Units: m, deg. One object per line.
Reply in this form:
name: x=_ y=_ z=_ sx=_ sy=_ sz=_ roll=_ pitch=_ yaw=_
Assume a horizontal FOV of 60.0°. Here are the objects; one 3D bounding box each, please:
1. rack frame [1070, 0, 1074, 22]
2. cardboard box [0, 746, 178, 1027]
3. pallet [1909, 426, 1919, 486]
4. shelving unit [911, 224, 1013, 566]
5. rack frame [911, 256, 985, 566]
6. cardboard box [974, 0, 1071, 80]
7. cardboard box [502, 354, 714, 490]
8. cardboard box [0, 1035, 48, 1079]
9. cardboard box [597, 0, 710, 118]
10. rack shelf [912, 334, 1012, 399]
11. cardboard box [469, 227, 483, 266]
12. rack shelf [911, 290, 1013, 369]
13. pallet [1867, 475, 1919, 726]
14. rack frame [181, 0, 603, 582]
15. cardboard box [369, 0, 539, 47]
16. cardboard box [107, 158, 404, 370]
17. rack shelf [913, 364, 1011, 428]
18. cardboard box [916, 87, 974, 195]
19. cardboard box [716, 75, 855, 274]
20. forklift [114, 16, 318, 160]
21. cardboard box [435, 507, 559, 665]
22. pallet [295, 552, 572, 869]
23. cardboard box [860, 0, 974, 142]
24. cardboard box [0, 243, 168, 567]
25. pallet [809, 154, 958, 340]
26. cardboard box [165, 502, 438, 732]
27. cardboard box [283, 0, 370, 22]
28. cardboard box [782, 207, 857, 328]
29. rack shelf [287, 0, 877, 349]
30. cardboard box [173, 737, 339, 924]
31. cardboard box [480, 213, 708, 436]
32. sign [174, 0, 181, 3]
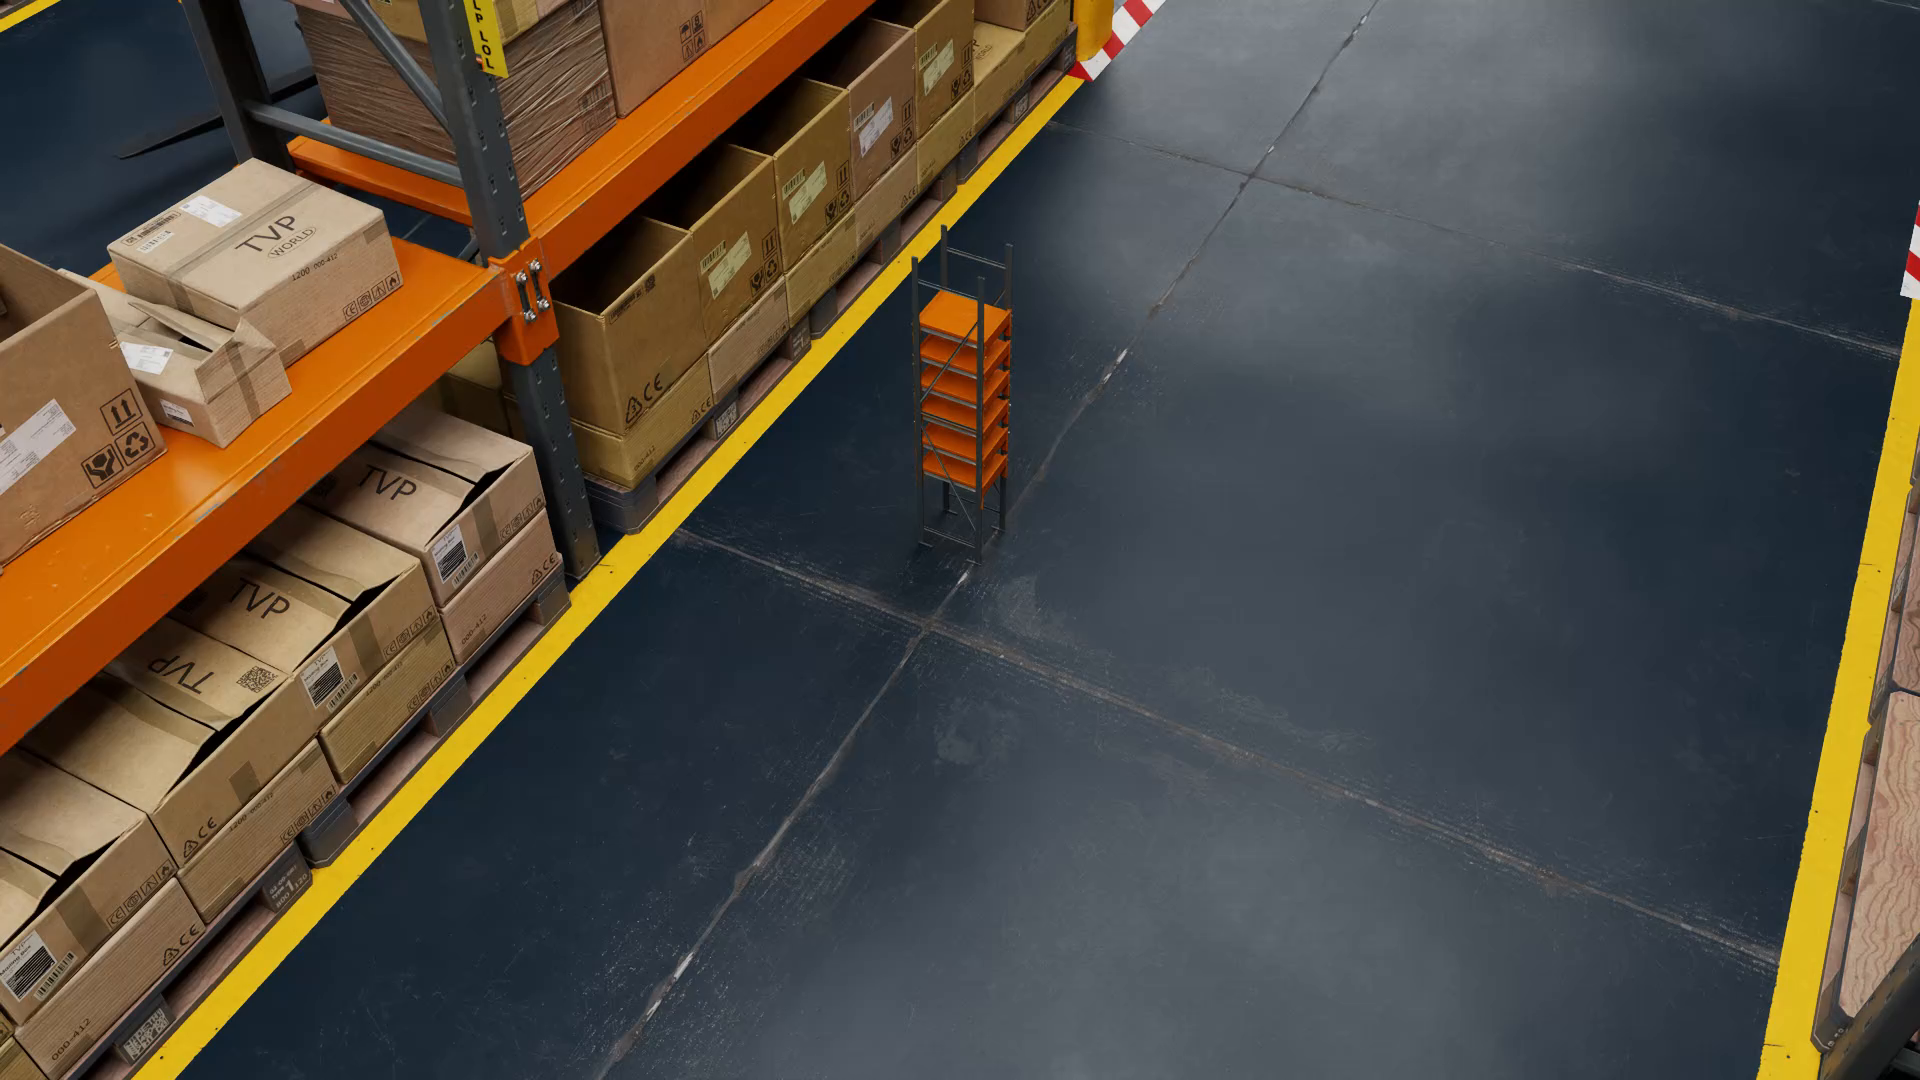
rack frame: x=0.163 y=-3.635 z=7.234 sx=1.000 sy=3.000 sz=0.127 roll=20 pitch=49 yaw=19
cardboard box: x=-2.335 y=0.815 z=4.079 sx=0.500 sy=0.311 sz=0.500 roll=20 pitch=49 yaw=19
pallet: x=4.108 y=-0.474 z=6.070 sx=1.003 sy=0.211 sz=1.213 roll=20 pitch=49 yaw=19
shelving unit: x=0.007 y=-0.431 z=5.332 sx=0.258 sy=1.200 sz=0.189 roll=20 pitch=49 yaw=19
rack frame: x=-0.036 y=-0.373 z=5.275 sx=0.240 sy=1.200 sz=0.006 roll=20 pitch=49 yaw=19
cardboard box: x=0.175 y=-2.381 z=7.632 sx=0.500 sy=0.250 sz=0.500 roll=20 pitch=49 yaw=19
cardboard box: x=-1.210 y=-0.489 z=5.762 sx=0.500 sy=0.250 sz=0.500 roll=20 pitch=49 yaw=19
cardboard box: x=-2.579 y=1.344 z=3.951 sx=0.500 sy=0.250 sz=0.500 roll=19 pitch=48 yaw=18
cardboard box: x=-1.255 y=-1.767 z=5.317 sx=0.700 sy=0.500 sz=0.500 roll=20 pitch=49 yaw=19
rack shelf: x=0.007 y=-0.568 z=5.193 sx=0.258 sy=0.103 sz=0.180 roll=20 pitch=49 yaw=19
cardboard box: x=-1.430 y=-1.236 z=5.973 sx=0.500 sy=0.500 sz=0.500 roll=20 pitch=49 yaw=19
rack shelf: x=0.007 y=-0.653 z=5.108 sx=0.258 sy=0.103 sz=0.180 roll=20 pitch=49 yaw=19
pallet: x=3.541 y=0.292 z=5.313 sx=1.003 sy=0.211 sz=1.213 roll=20 pitch=49 yaw=19
rack frame: x=-1.694 y=-1.115 z=4.743 sx=1.000 sy=3.000 sz=0.127 roll=20 pitch=49 yaw=19
cardboard box: x=-1.398 y=-1.484 z=4.581 sx=0.380 sy=0.149 sz=0.250 roll=20 pitch=49 yaw=19
cardboard box: x=-1.884 y=-0.738 z=4.476 sx=0.500 sy=0.250 sz=0.500 roll=23 pitch=50 yaw=21
rack shelf: x=0.007 y=-0.484 z=5.279 sx=0.258 sy=0.103 sz=0.180 roll=20 pitch=49 yaw=19
cardboard box: x=-0.277 y=-1.746 z=7.005 sx=0.500 sy=0.250 sz=0.500 roll=20 pitch=49 yaw=19
cardboard box: x=-0.738 y=-1.379 z=6.115 sx=0.500 sy=0.500 sz=0.500 roll=20 pitch=49 yaw=19
forklift: x=-2.334 y=-3.156 z=6.808 sx=1.130 sy=2.935 sz=3.031 roll=33 pitch=54 yaw=28
cardboard box: x=-1.630 y=0.060 z=5.219 sx=0.500 sy=0.250 sz=0.500 roll=20 pitch=49 yaw=19
pallet: x=-2.002 y=0.342 z=5.264 sx=1.003 sy=0.211 sz=1.213 roll=20 pitch=49 yaw=19
cardboard box: x=-0.274 y=-2.009 z=6.737 sx=0.500 sy=0.500 sz=0.500 roll=20 pitch=49 yaw=19
cardboard box: x=-2.310 y=-0.340 z=3.907 sx=0.500 sy=0.500 sz=0.500 roll=24 pitch=50 yaw=22
pallet: x=-0.723 y=-1.394 z=6.979 sx=1.003 sy=0.211 sz=1.213 roll=20 pitch=49 yaw=19
cardboard box: x=-1.864 y=0.186 z=4.701 sx=0.500 sy=0.311 sz=0.500 roll=22 pitch=49 yaw=20
cardboard box: x=-1.758 y=-1.621 z=4.716 sx=0.380 sy=0.149 sz=0.250 roll=20 pitch=49 yaw=19
cardboard box: x=-0.737 y=-1.115 z=6.381 sx=0.500 sy=0.250 sz=0.500 roll=20 pitch=49 yaw=19
rack shelf: x=-0.766 y=-2.122 z=6.245 sx=1.077 sy=0.370 sz=4.000 roll=20 pitch=49 yaw=19
cardboard box: x=-2.103 y=0.701 z=4.586 sx=0.500 sy=0.250 sz=0.500 roll=21 pitch=49 yaw=20
cardboard box: x=-1.202 y=-0.749 z=5.492 sx=0.500 sy=0.500 sz=0.500 roll=20 pitch=49 yaw=19
sign: x=-2.187 y=-1.630 z=4.588 sx=0.100 sy=0.325 sz=0.005 roll=20 pitch=49 yaw=19
